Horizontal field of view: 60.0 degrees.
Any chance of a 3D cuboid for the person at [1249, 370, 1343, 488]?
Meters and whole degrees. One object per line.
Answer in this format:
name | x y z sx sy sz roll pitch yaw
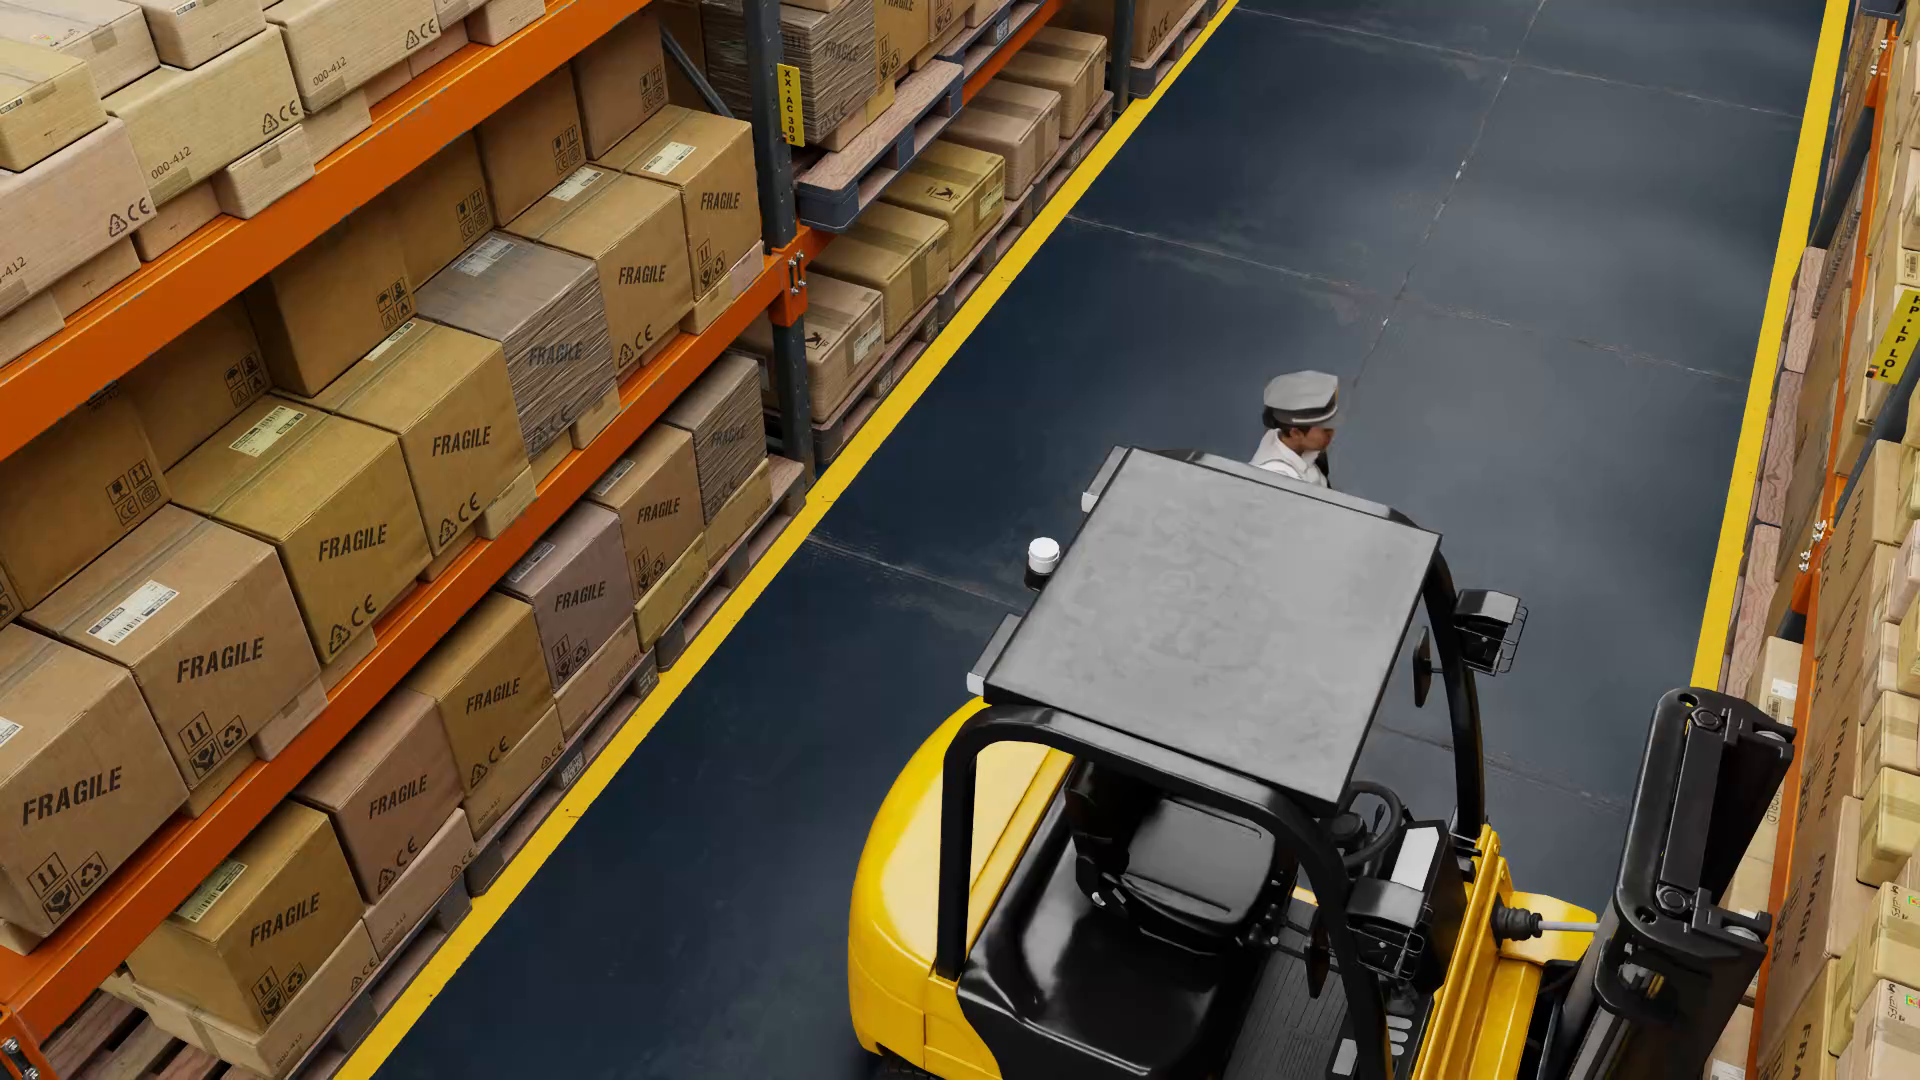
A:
person | 1.171 0.114 6.016 0.411 1.684 0.500 17 45 18
